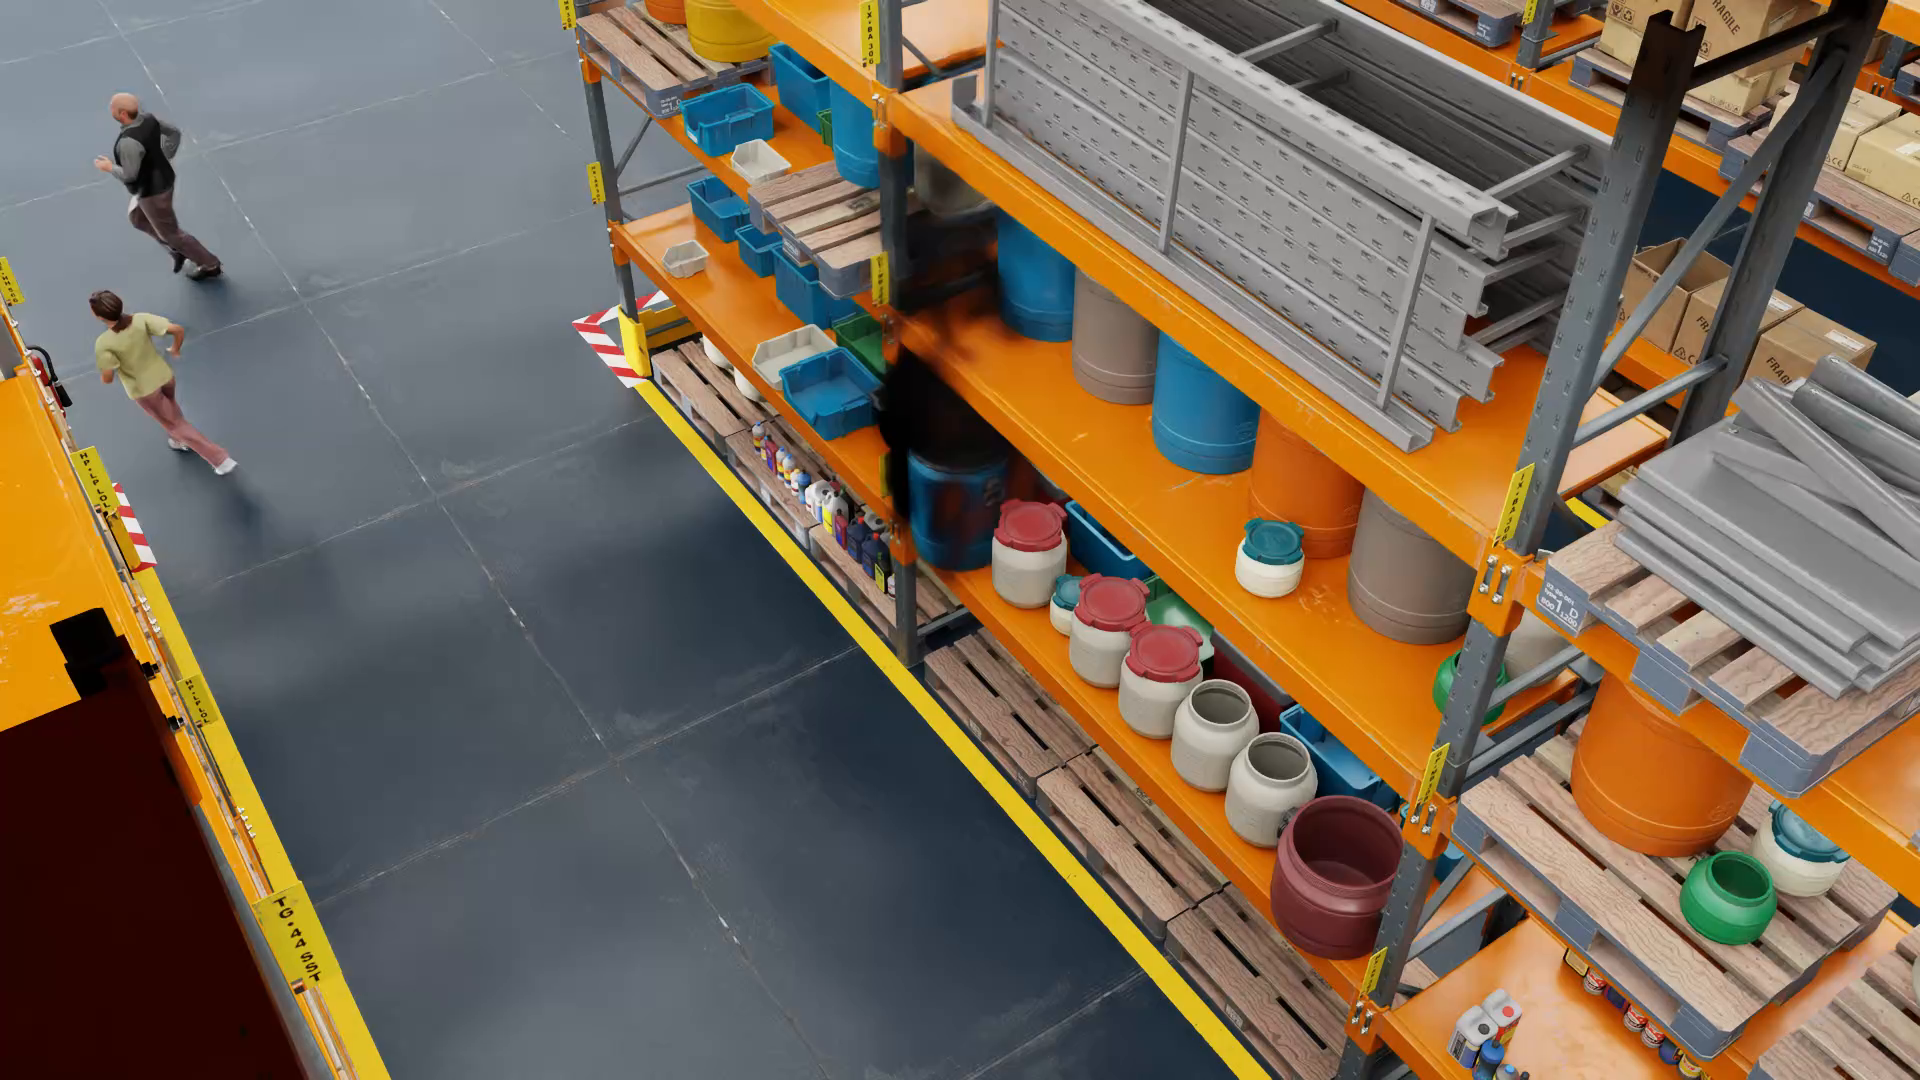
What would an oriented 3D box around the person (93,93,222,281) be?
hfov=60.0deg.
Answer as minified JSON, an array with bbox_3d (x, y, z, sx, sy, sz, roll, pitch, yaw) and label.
[{"bbox_3d":[-6.622,-2.868,13.614,0.703,1.726,0.630,-6,43,-6],"label":"person"}]

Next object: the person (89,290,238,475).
[{"bbox_3d":[-5.687,-1.060,11.701,0.932,1.662,0.602,22,47,22],"label":"person"}]
